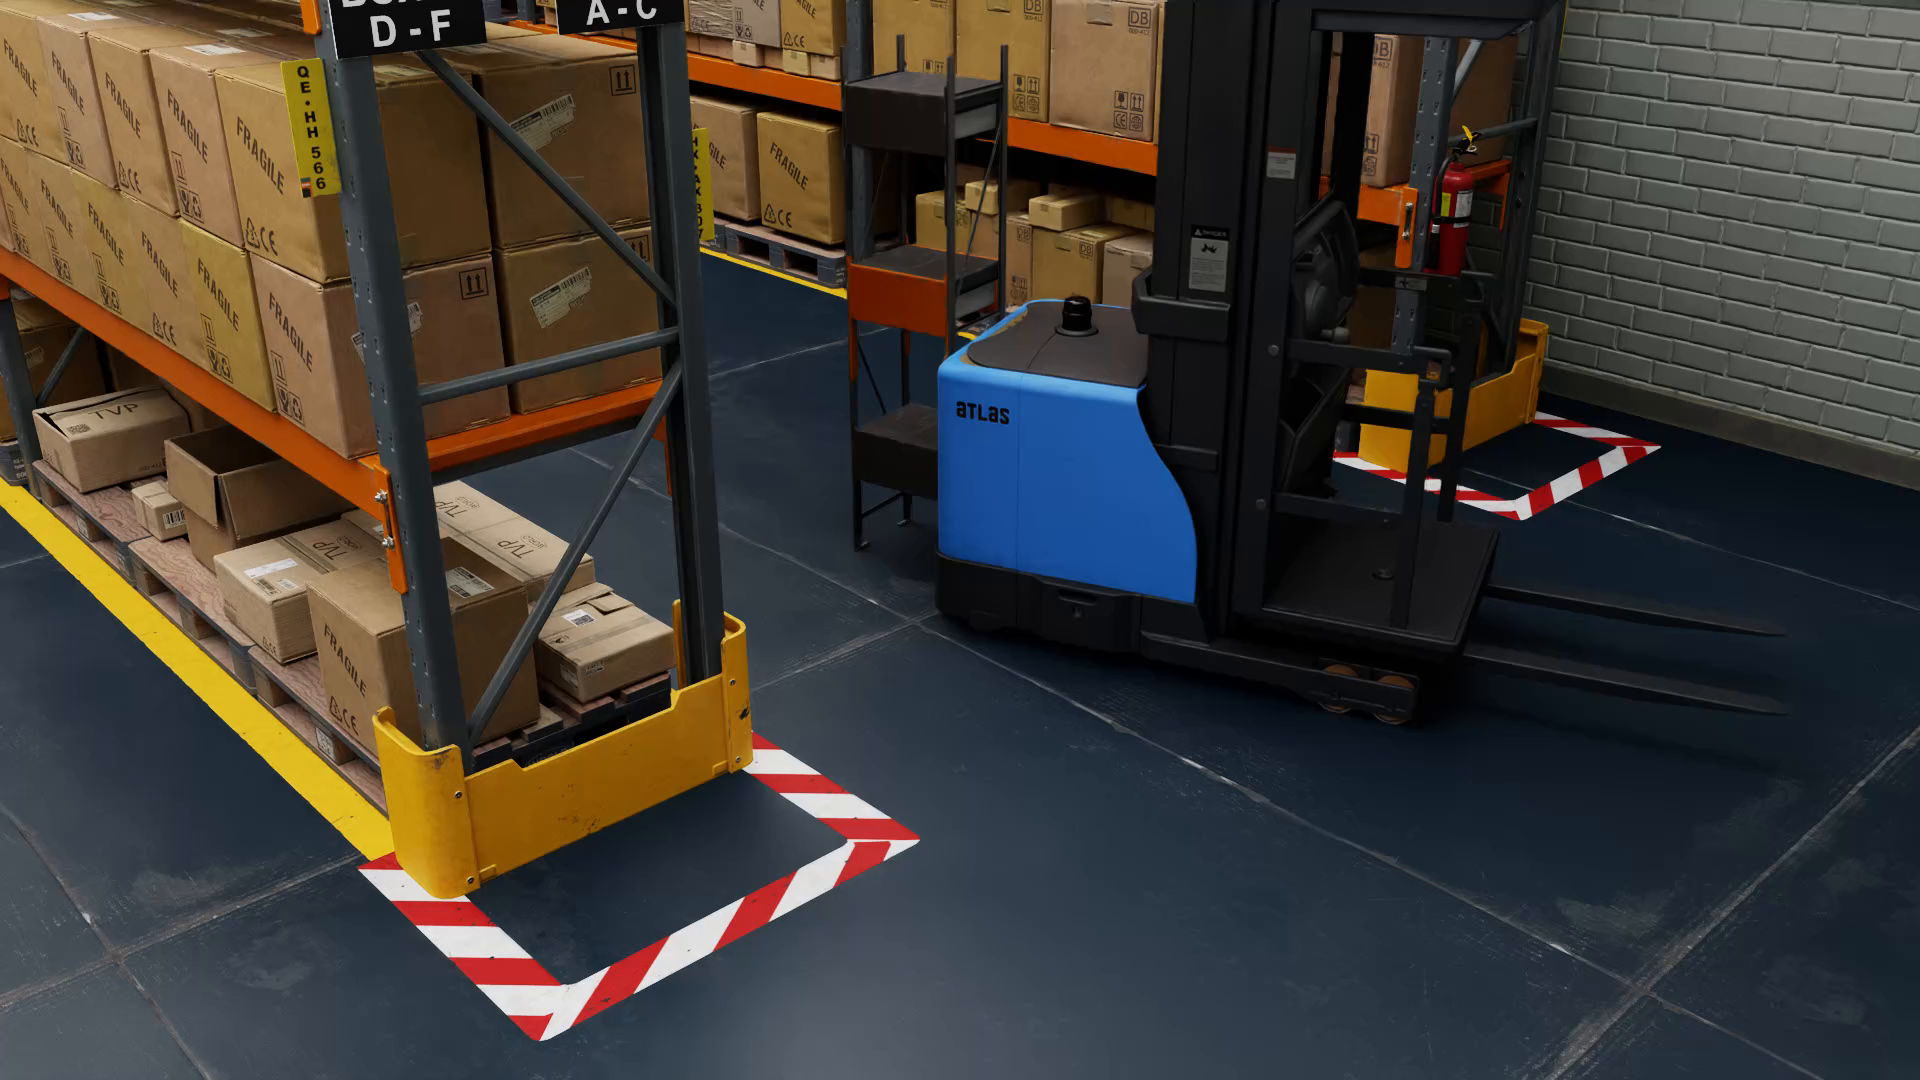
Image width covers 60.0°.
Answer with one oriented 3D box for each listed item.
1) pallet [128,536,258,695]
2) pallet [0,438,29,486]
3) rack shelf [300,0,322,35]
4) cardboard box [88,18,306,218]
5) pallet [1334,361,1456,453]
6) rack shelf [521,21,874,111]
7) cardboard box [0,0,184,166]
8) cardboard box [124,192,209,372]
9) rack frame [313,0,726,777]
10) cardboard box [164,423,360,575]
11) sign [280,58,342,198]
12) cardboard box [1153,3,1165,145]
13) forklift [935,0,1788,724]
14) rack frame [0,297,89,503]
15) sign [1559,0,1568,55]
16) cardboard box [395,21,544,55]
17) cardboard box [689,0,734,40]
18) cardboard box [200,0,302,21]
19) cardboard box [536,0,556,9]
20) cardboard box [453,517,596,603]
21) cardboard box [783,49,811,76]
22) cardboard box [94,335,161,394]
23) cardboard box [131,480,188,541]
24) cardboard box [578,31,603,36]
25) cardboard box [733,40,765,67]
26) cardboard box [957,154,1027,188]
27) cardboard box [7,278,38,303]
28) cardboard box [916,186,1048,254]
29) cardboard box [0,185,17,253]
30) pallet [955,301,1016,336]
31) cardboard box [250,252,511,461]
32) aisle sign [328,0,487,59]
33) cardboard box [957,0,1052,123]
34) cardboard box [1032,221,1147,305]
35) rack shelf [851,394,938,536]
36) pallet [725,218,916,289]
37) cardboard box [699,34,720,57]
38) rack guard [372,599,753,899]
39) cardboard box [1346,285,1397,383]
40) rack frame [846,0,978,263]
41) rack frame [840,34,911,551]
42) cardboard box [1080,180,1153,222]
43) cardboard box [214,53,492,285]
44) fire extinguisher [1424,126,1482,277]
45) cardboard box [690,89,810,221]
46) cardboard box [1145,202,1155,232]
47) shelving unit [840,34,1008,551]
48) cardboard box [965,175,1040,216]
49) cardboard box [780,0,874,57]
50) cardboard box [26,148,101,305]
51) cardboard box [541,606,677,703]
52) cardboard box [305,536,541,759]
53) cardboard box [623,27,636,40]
[{"bbox_3d":[-2.591,0.150,6.667,1.003,0.211,1.213,-21,32,-38],"label":"pallet"},{"bbox_3d":[-4.482,-0.664,8.451,1.003,0.211,1.213,-21,32,-38],"label":"pallet"},{"bbox_3d":[-2.531,-2.128,5.554,1.077,0.370,4.000,-21,32,-38],"label":"rack shelf"},{"bbox_3d":[-2.373,-1.351,5.272,0.500,0.500,0.500,-20,31,-37],"label":"cardboard box"},{"bbox_3d":[1.846,-0.843,8.843,1.003,0.211,1.213,-21,32,-38],"label":"pallet"},{"bbox_3d":[-1.652,-3.382,11.916,1.077,0.370,4.000,-21,32,-38],"label":"rack shelf"},{"bbox_3d":[-3.077,-1.663,5.955,0.500,0.500,0.500,-22,33,-40],"label":"cardboard box"},{"bbox_3d":[-2.363,-0.898,5.484,0.500,0.500,0.500,-21,32,-38],"label":"cardboard box"},{"bbox_3d":[-1.164,-0.485,4.699,1.000,3.000,0.127,-21,32,-38],"label":"rack frame"},{"bbox_3d":[-2.610,-0.194,6.538,0.797,0.503,0.637,-21,32,-38],"label":"cardboard box"},{"bbox_3d":[-1.583,-1.004,4.061,0.100,0.325,0.005,-21,32,-38],"label":"sign"},{"bbox_3d":[1.588,-2.397,8.528,0.980,0.700,0.700,-22,32,-39],"label":"cardboard box"},{"bbox_3d":[1.465,-0.938,5.776,3.031,2.935,1.130,10,27,22],"label":"forklift"},{"bbox_3d":[-3.898,-1.697,7.356,1.000,3.000,0.127,-21,32,-38],"label":"rack frame"},{"bbox_3d":[2.858,-2.477,7.927,0.100,0.325,0.005,-21,32,-38],"label":"sign"},{"bbox_3d":[-1.638,-1.351,5.272,0.500,0.500,0.500,-21,32,-38],"label":"cardboard box"},{"bbox_3d":[-1.477,-3.668,11.173,0.500,0.500,0.500,-21,32,-38],"label":"cardboard box"},{"bbox_3d":[-2.324,-1.657,5.944,0.500,0.500,0.500,-22,32,-39],"label":"cardboard box"},{"bbox_3d":[-2.873,-4.285,12.526,0.500,0.500,0.500,-20,31,-37],"label":"cardboard box"},{"bbox_3d":[-1.670,0.169,6.048,0.500,0.250,0.500,-21,32,-38],"label":"cardboard box"},{"bbox_3d":[-0.912,-3.090,10.688,0.380,0.149,0.250,-21,32,-38],"label":"cardboard box"},{"bbox_3d":[-4.051,-0.975,8.256,0.500,0.500,0.500,22,33,39],"label":"cardboard box"},{"bbox_3d":[-3.171,-0.160,6.871,0.380,0.166,0.250,-21,32,-38],"label":"cardboard box"},{"bbox_3d":[-2.677,-3.861,12.378,0.380,0.149,0.250,-20,31,-37],"label":"cardboard box"},{"bbox_3d":[-1.280,-3.245,11.027,0.380,0.149,0.250,-21,32,-38],"label":"cardboard box"},{"bbox_3d":[0.197,-2.297,10.395,0.380,0.149,0.250,-21,32,-39],"label":"cardboard box"},{"bbox_3d":[-4.776,-0.980,8.266,0.500,0.500,0.500,-21,32,-38],"label":"cardboard box"},{"bbox_3d":[0.152,-1.901,10.310,0.700,0.500,0.500,-21,32,-38],"label":"cardboard box"},{"bbox_3d":[-3.749,-1.511,6.827,0.500,0.500,0.500,-20,31,-37],"label":"cardboard box"},{"bbox_3d":[0.178,-1.582,10.464,1.003,0.211,1.213,-21,32,-38],"label":"pallet"},{"bbox_3d":[-1.669,-0.589,4.807,0.500,0.500,0.500,-20,31,-37],"label":"cardboard box"},{"bbox_3d":[-1.341,-1.560,3.924,0.394,0.787,0.004,-21,32,-38],"label":"aisle sign"},{"bbox_3d":[0.569,-2.848,9.518,0.980,0.700,0.700,-22,33,-40],"label":"cardboard box"},{"bbox_3d":[0.842,-1.592,9.632,0.700,0.500,0.500,-20,31,-37],"label":"cardboard box"},{"bbox_3d":[-0.135,-0.271,7.034,0.480,0.518,0.431,16,29,30],"label":"rack shelf"},{"bbox_3d":[-0.867,-2.047,11.483,1.003,0.211,1.213,-21,32,-38],"label":"pallet"},{"bbox_3d":[-1.559,-3.418,11.406,0.380,0.149,0.250,-22,33,-40],"label":"cardboard box"},{"bbox_3d":[-1.216,0.629,5.268,1.175,0.500,0.348,-21,32,-38],"label":"rack guard"},{"bbox_3d":[1.898,-1.129,8.616,0.700,0.500,0.500,-21,32,-38],"label":"cardboard box"},{"bbox_3d":[-0.285,-3.103,10.438,1.000,3.000,0.127,-21,32,-38],"label":"rack frame"},{"bbox_3d":[-0.338,-0.977,6.861,0.015,2.100,0.400,16,29,30],"label":"rack frame"},{"bbox_3d":[0.912,-1.981,9.703,0.380,0.149,0.250,-21,32,-38],"label":"cardboard box"},{"bbox_3d":[-1.669,-1.042,4.595,0.500,0.500,0.500,-22,32,-39],"label":"cardboard box"},{"bbox_3d":[2.215,-1.510,7.488,0.296,0.674,0.183,-21,32,-38],"label":"fire extinguisher"},{"bbox_3d":[-1.434,-2.745,11.737,0.750,0.750,0.750,-20,31,-37],"label":"cardboard box"},{"bbox_3d":[1.261,-1.826,9.364,0.380,0.149,0.250,-21,32,-38],"label":"cardboard box"},{"bbox_3d":[-0.135,-0.920,6.737,0.503,2.100,0.431,16,29,30],"label":"shelving unit"},{"bbox_3d":[0.252,-2.041,9.834,0.380,0.149,0.250,-20,31,-37],"label":"cardboard box"},{"bbox_3d":[-0.784,-3.362,10.502,0.500,0.500,0.500,-22,32,-39],"label":"cardboard box"},{"bbox_3d":[-3.056,-1.204,6.155,0.500,0.500,0.500,-21,32,-39],"label":"cardboard box"},{"bbox_3d":[-1.199,0.388,5.691,0.380,0.149,0.250,-21,32,-38],"label":"cardboard box"},{"bbox_3d":[-1.716,0.357,5.335,0.500,0.500,0.500,-21,32,-38],"label":"cardboard box"},{"bbox_3d":[-2.231,-3.744,12.121,0.380,0.149,0.250,-20,31,-37],"label":"cardboard box"}]
